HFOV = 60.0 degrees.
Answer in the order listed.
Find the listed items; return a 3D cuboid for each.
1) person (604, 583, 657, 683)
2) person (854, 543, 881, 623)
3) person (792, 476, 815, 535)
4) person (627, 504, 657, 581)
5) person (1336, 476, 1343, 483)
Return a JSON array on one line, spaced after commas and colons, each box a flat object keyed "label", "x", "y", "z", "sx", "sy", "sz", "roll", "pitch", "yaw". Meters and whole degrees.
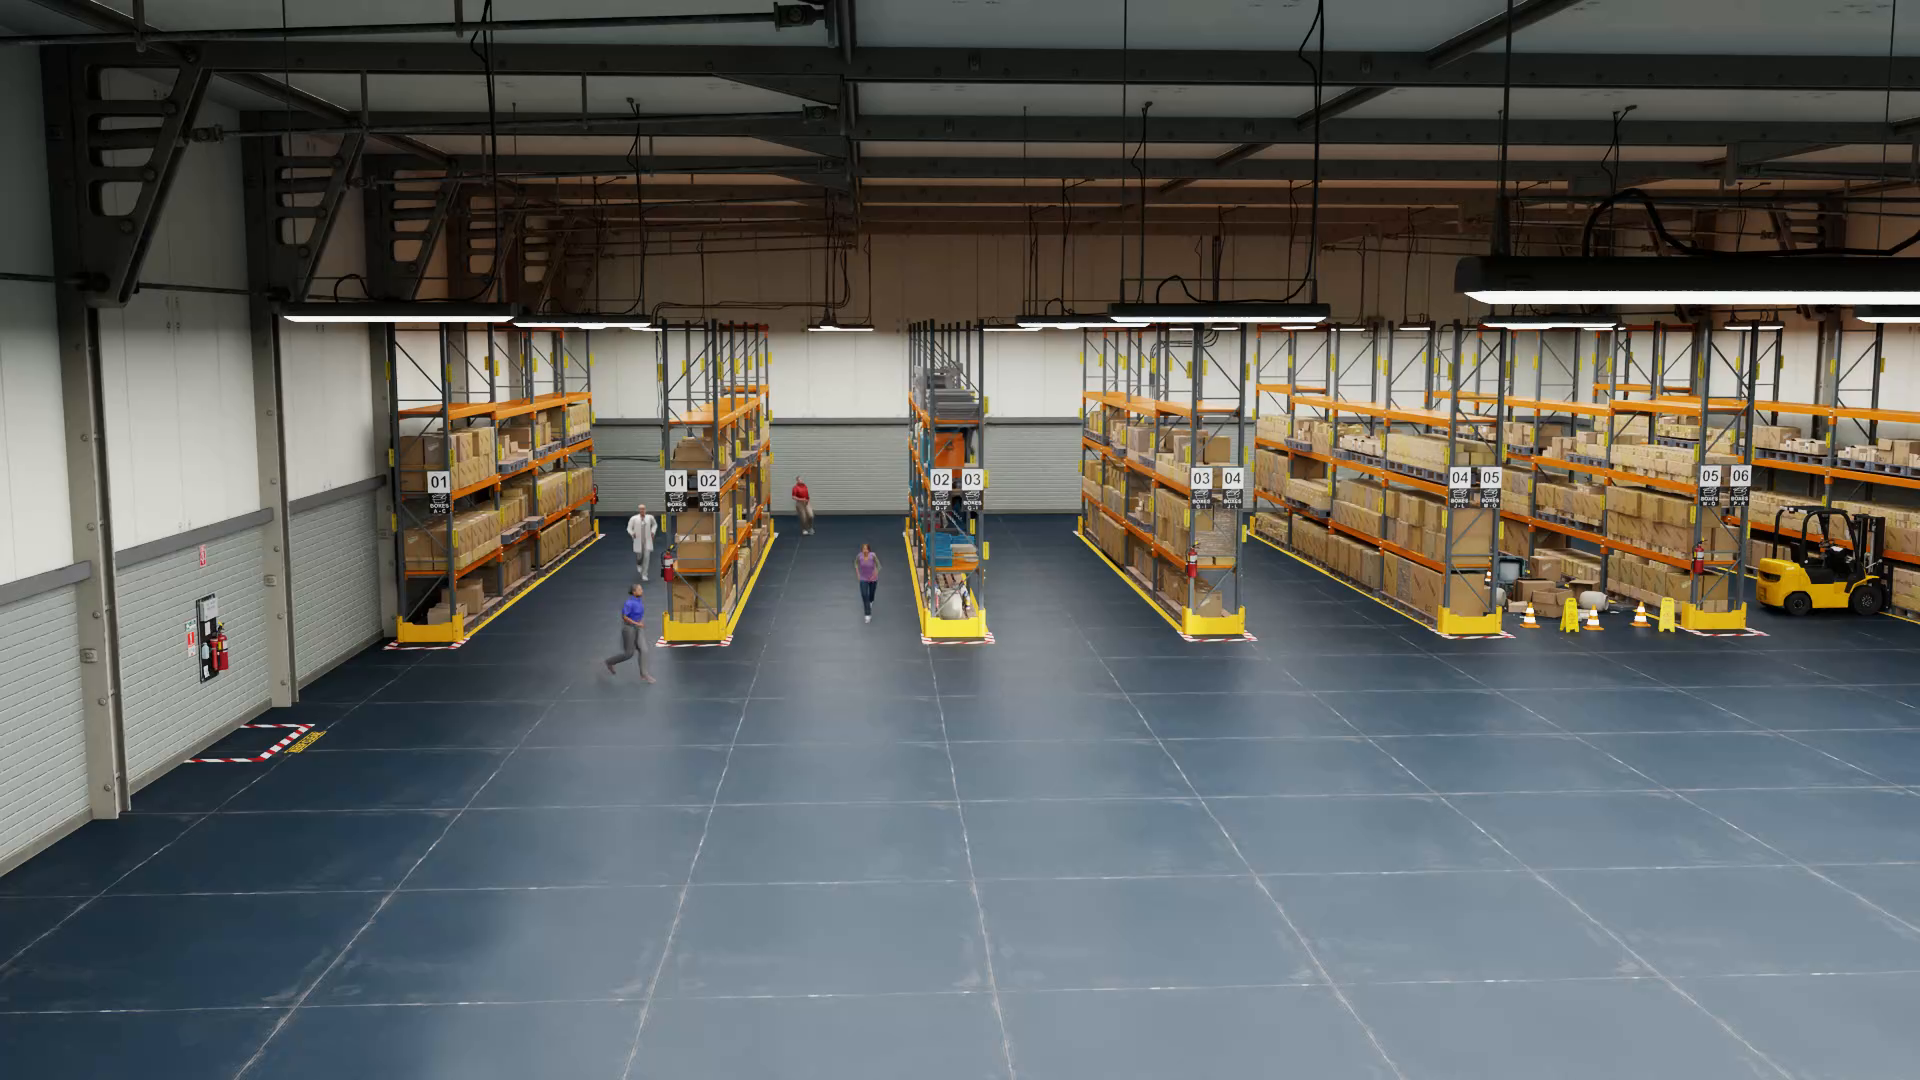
[{"label": "person", "x": -5.443, "y": 1.530, "z": 27.495, "sx": 0.935, "sy": 1.651, "sz": 0.599, "roll": 2, "pitch": 7, "yaw": 14}, {"label": "person", "x": -1.858, "y": 0.824, "z": 33.510, "sx": 0.537, "sy": 1.586, "sz": 0.935, "roll": 0, "pitch": 7, "yaw": 0}, {"label": "person", "x": -4.486, "y": -0.962, "z": 47.480, "sx": 0.700, "sy": 1.722, "sz": 0.647, "roll": -5, "pitch": 9, "yaw": -36}, {"label": "person", "x": -7.438, "y": 0.043, "z": 39.021, "sx": 0.712, "sy": 1.764, "sz": 0.918, "roll": -2, "pitch": 7, "yaw": -15}, {"label": "person", "x": 10.715, "y": -0.934, "z": 47.070, "sx": 0.667, "sy": 1.735, "sz": 0.617, "roll": -2, "pitch": 7, "yaw": -12}]
